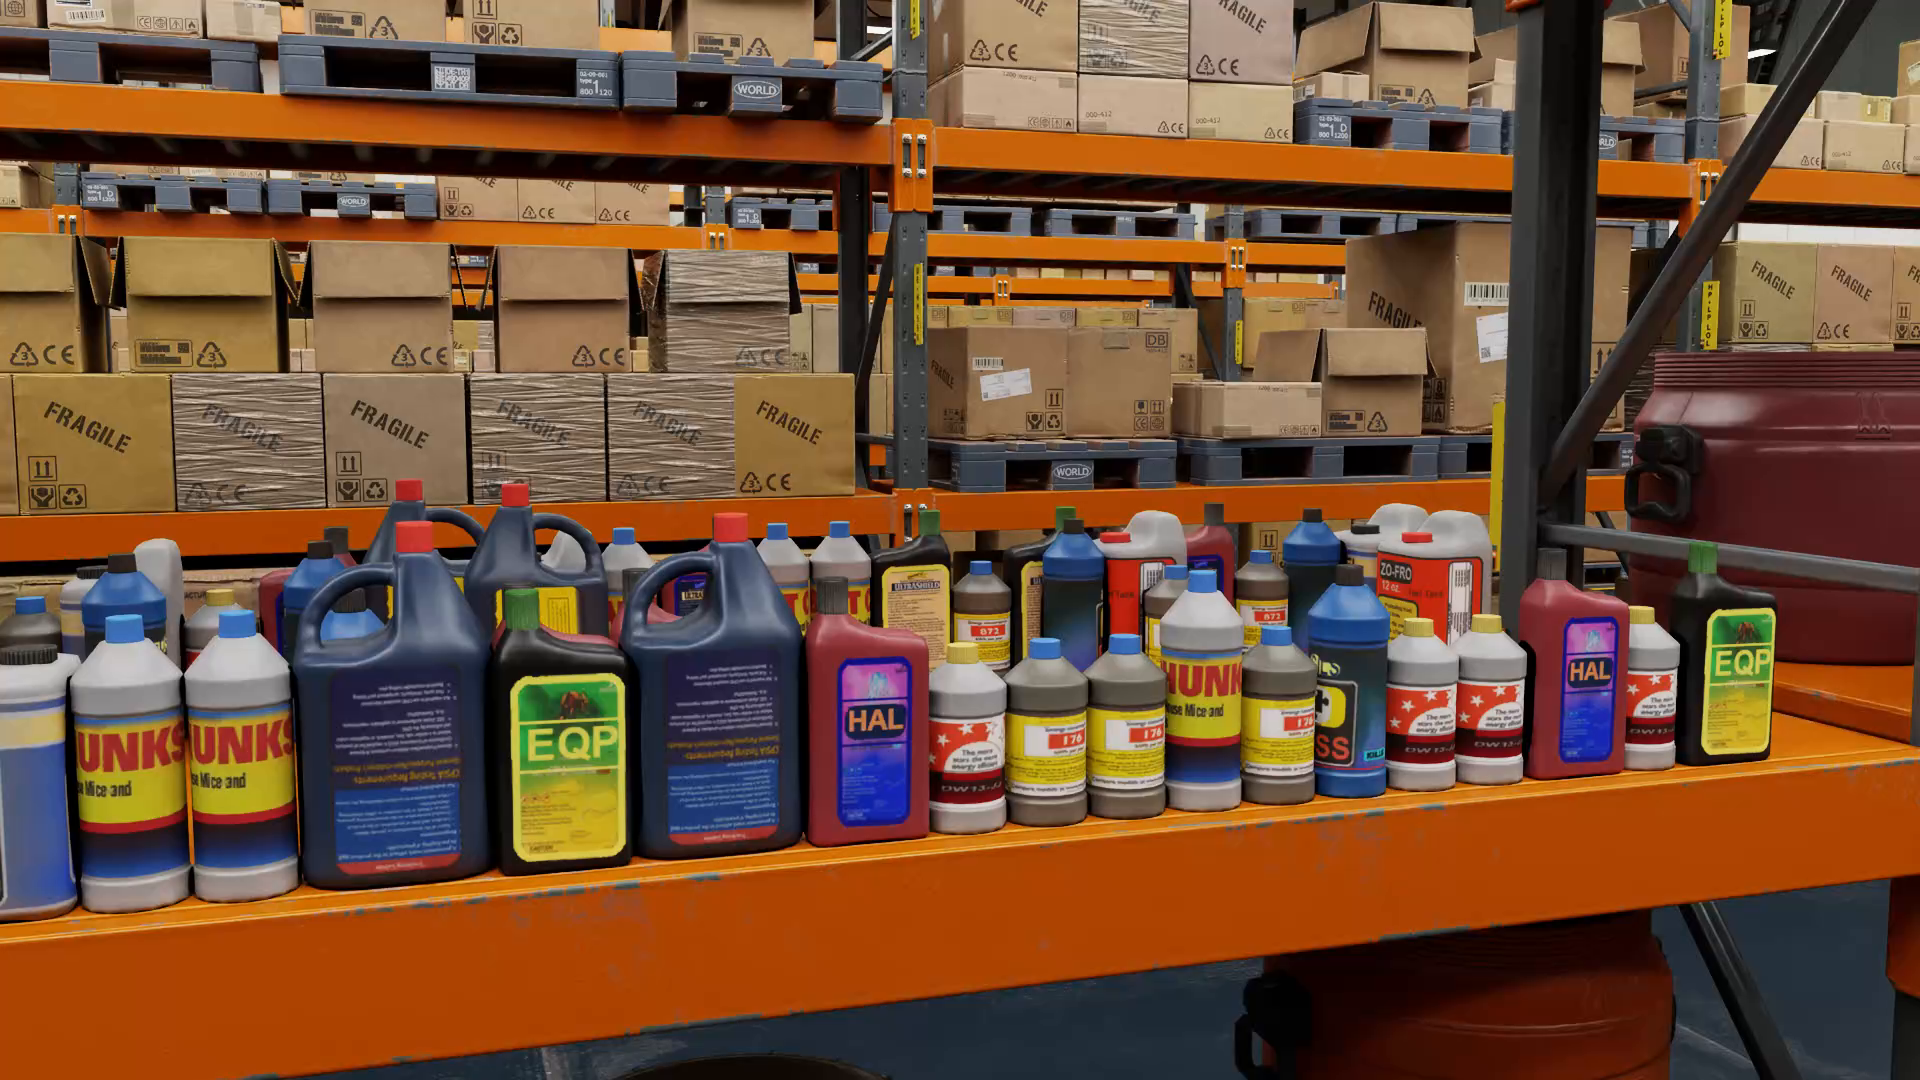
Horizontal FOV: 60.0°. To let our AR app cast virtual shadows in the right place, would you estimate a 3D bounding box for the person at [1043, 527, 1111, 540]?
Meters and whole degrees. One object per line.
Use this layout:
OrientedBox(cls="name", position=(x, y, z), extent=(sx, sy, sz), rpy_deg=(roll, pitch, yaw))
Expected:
OrientedBox(cls="person", position=(0.690, -0.020, 9.642), extent=(0.418, 1.721, 0.580), rpy_deg=(-2, 6, -18))
